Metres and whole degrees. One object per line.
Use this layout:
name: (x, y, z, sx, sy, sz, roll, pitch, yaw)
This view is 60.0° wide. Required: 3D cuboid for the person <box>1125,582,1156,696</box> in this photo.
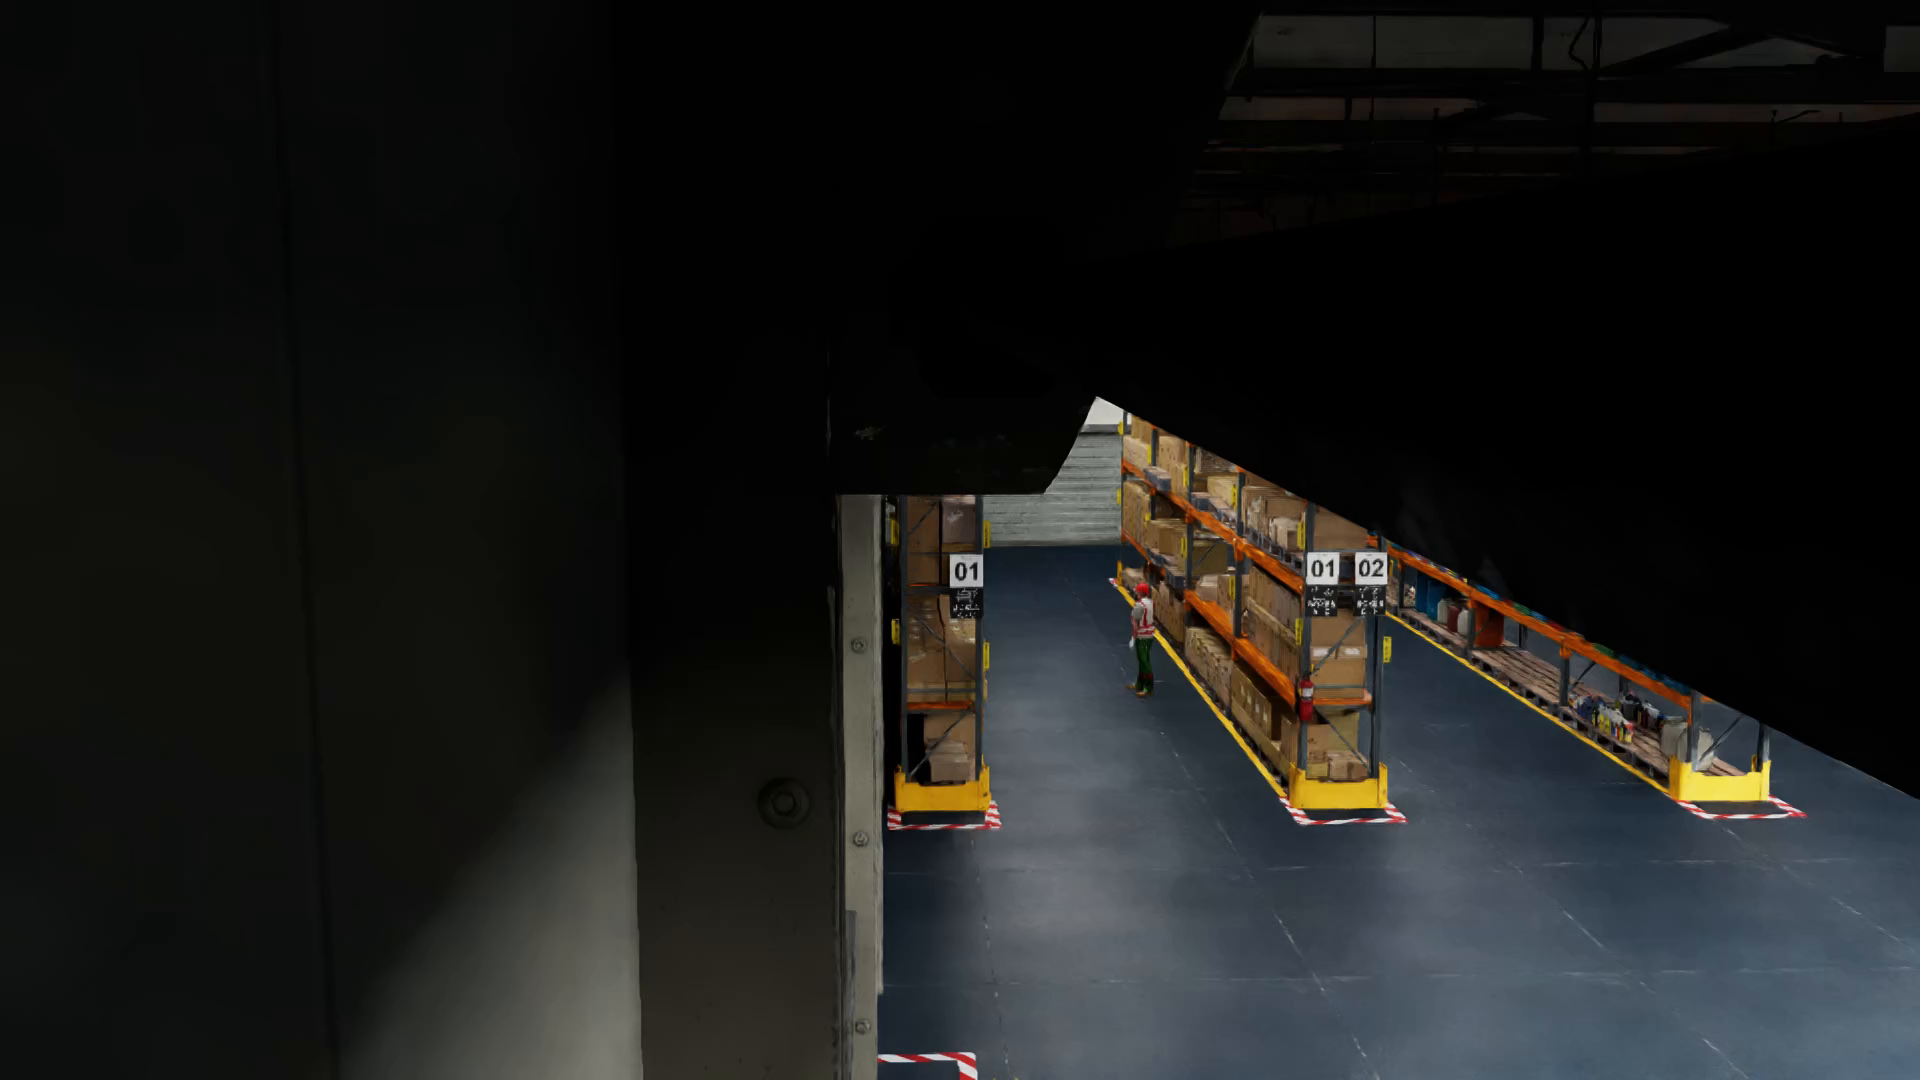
person: (2.873, 1.542, 26.451, 0.577, 1.785, 0.655, 5, 10, 29)
